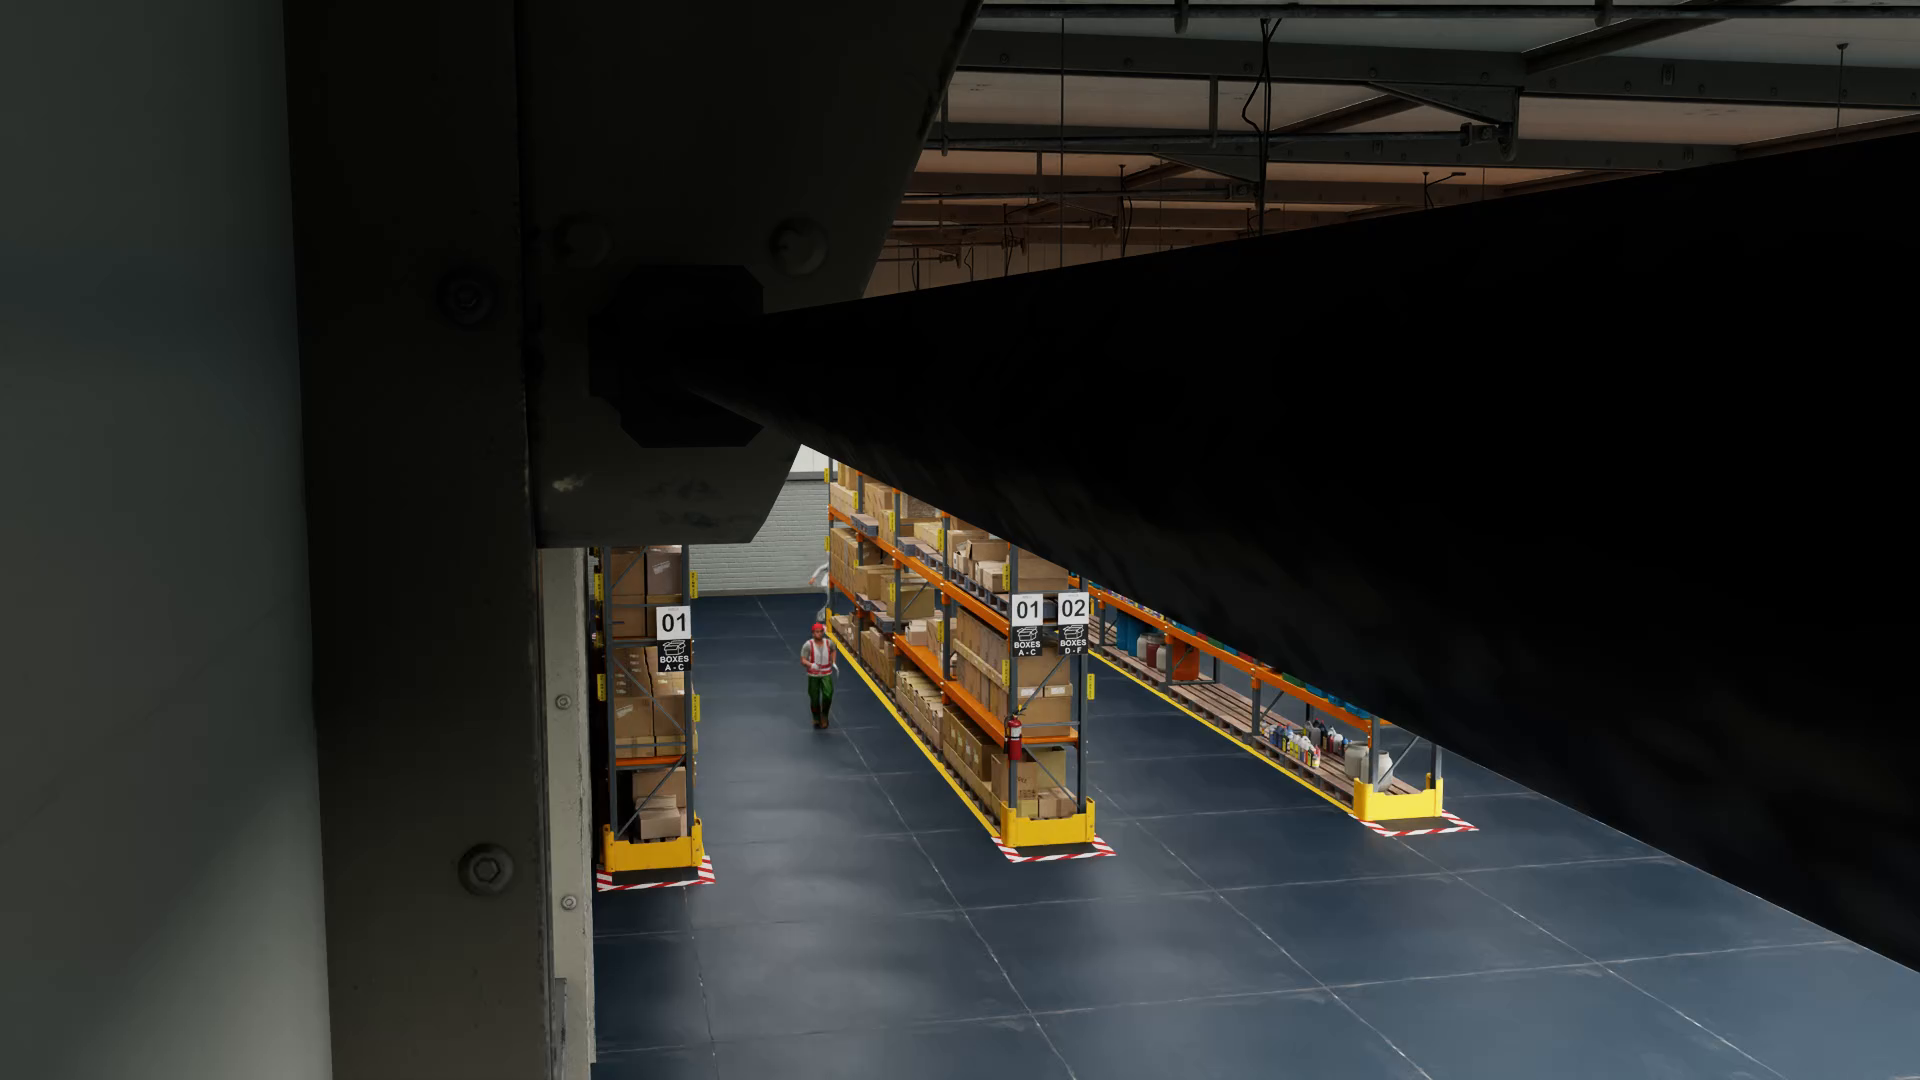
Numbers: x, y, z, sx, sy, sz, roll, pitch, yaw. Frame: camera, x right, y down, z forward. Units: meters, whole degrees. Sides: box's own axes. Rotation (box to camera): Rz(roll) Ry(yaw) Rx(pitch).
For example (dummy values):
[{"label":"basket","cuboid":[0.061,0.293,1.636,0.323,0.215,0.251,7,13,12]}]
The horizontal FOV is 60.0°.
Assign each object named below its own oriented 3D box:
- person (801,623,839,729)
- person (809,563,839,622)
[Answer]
[{"label":"person","cuboid":[-2.283,2.225,27.162,0.637,1.766,0.776,-1,7,-12]},{"label":"person","cuboid":[-2.921,1.061,37.779,0.770,1.612,0.808,6,9,43]}]
